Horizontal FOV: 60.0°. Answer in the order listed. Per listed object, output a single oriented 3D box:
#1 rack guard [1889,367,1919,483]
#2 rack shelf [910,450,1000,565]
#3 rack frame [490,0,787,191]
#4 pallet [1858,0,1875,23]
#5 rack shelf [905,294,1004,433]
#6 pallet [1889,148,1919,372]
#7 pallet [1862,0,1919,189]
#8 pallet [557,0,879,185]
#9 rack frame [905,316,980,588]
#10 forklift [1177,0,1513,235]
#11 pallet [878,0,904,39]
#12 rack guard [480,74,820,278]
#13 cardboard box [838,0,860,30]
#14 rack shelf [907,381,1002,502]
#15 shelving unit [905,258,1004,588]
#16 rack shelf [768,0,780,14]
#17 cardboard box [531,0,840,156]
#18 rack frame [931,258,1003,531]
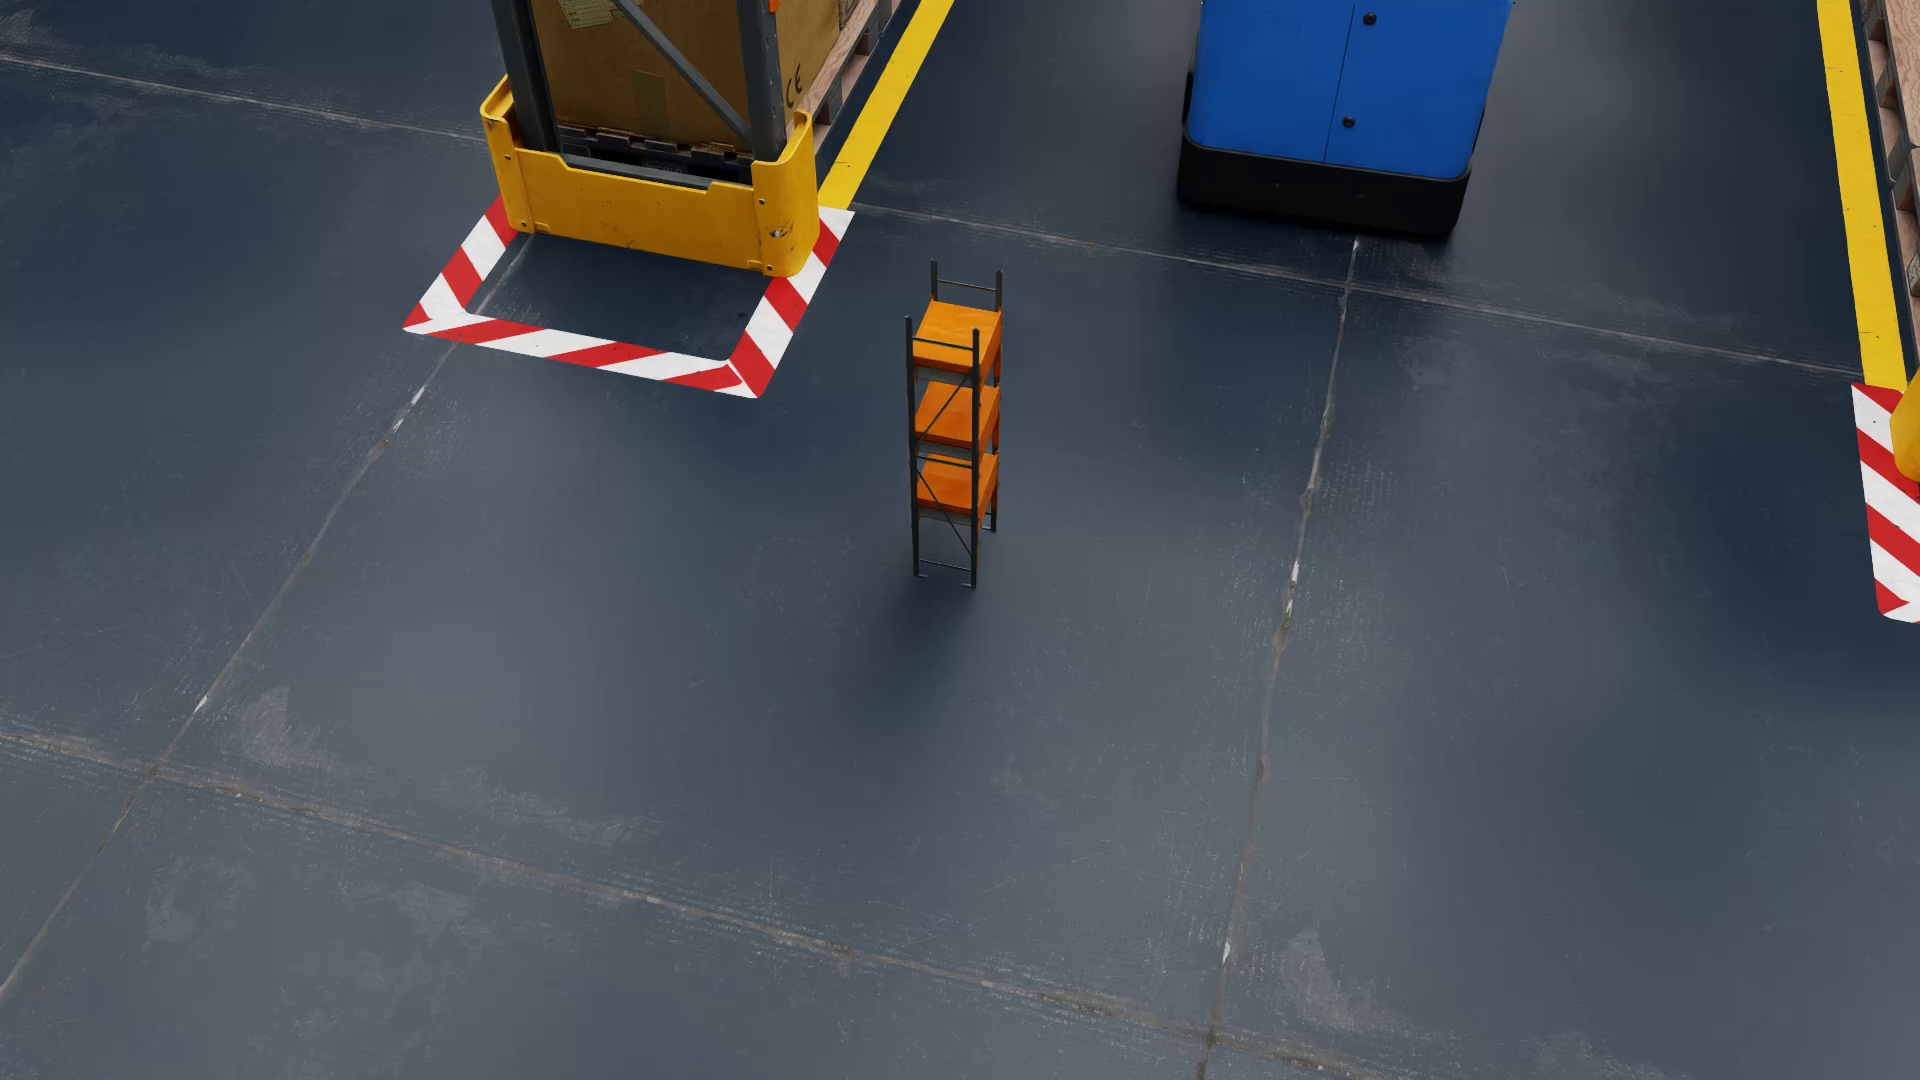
[{"bbox_3d":[3.670,-0.374,5.247,1.175,0.500,0.348,12,50,10],"label":"rack guard"},{"bbox_3d":[-0.014,-0.118,5.039,0.215,0.259,0.240,12,50,10],"label":"rack shelf"},{"bbox_3d":[-1.115,-2.198,5.190,1.000,3.000,0.127,12,50,10],"label":"rack frame"},{"bbox_3d":[4.560,-2.652,7.450,1.003,0.211,1.213,12,50,10],"label":"pallet"},{"bbox_3d":[-0.014,-0.489,4.617,0.215,0.259,0.240,12,50,10],"label":"rack shelf"},{"bbox_3d":[3.918,-0.887,5.892,1.003,0.211,1.213,12,50,10],"label":"pallet"},{"bbox_3d":[4.241,-1.767,6.669,1.003,0.211,1.213,12,50,10],"label":"pallet"},{"bbox_3d":[-0.980,-1.869,6.759,1.003,0.211,1.213,12,50,10],"label":"pallet"},{"bbox_3d":[-0.046,-0.220,4.744,0.200,1.050,0.008,12,50,10],"label":"rack frame"},{"bbox_3d":[1.665,-3.230,6.146,1.130,2.935,3.031,10,49,9],"label":"forklift"},{"bbox_3d":[-0.657,-2.749,7.536,1.003,0.211,1.213,12,50,10],"label":"pallet"},{"bbox_3d":[-1.121,-1.354,6.111,1.175,0.500,0.348,12,50,10],"label":"rack guard"},{"bbox_3d":[-0.784,-2.771,6.832,0.875,0.875,0.875,12,50,10],"label":"cardboard box"},{"bbox_3d":[-0.014,-0.302,4.830,0.215,0.259,0.240,12,50,10],"label":"rack shelf"},{"bbox_3d":[-0.014,-0.309,4.822,0.215,1.050,0.252,12,50,10],"label":"shelving unit"},{"bbox_3d":[-0.589,-3.407,6.736,1.077,0.370,4.000,12,50,10],"label":"rack shelf"},{"bbox_3d":[-1.024,-2.113,6.251,0.875,0.875,0.875,12,50,10],"label":"cardboard box"},{"bbox_3d":[0.018,-0.397,4.900,0.200,1.050,0.008,12,50,10],"label":"rack frame"}]
